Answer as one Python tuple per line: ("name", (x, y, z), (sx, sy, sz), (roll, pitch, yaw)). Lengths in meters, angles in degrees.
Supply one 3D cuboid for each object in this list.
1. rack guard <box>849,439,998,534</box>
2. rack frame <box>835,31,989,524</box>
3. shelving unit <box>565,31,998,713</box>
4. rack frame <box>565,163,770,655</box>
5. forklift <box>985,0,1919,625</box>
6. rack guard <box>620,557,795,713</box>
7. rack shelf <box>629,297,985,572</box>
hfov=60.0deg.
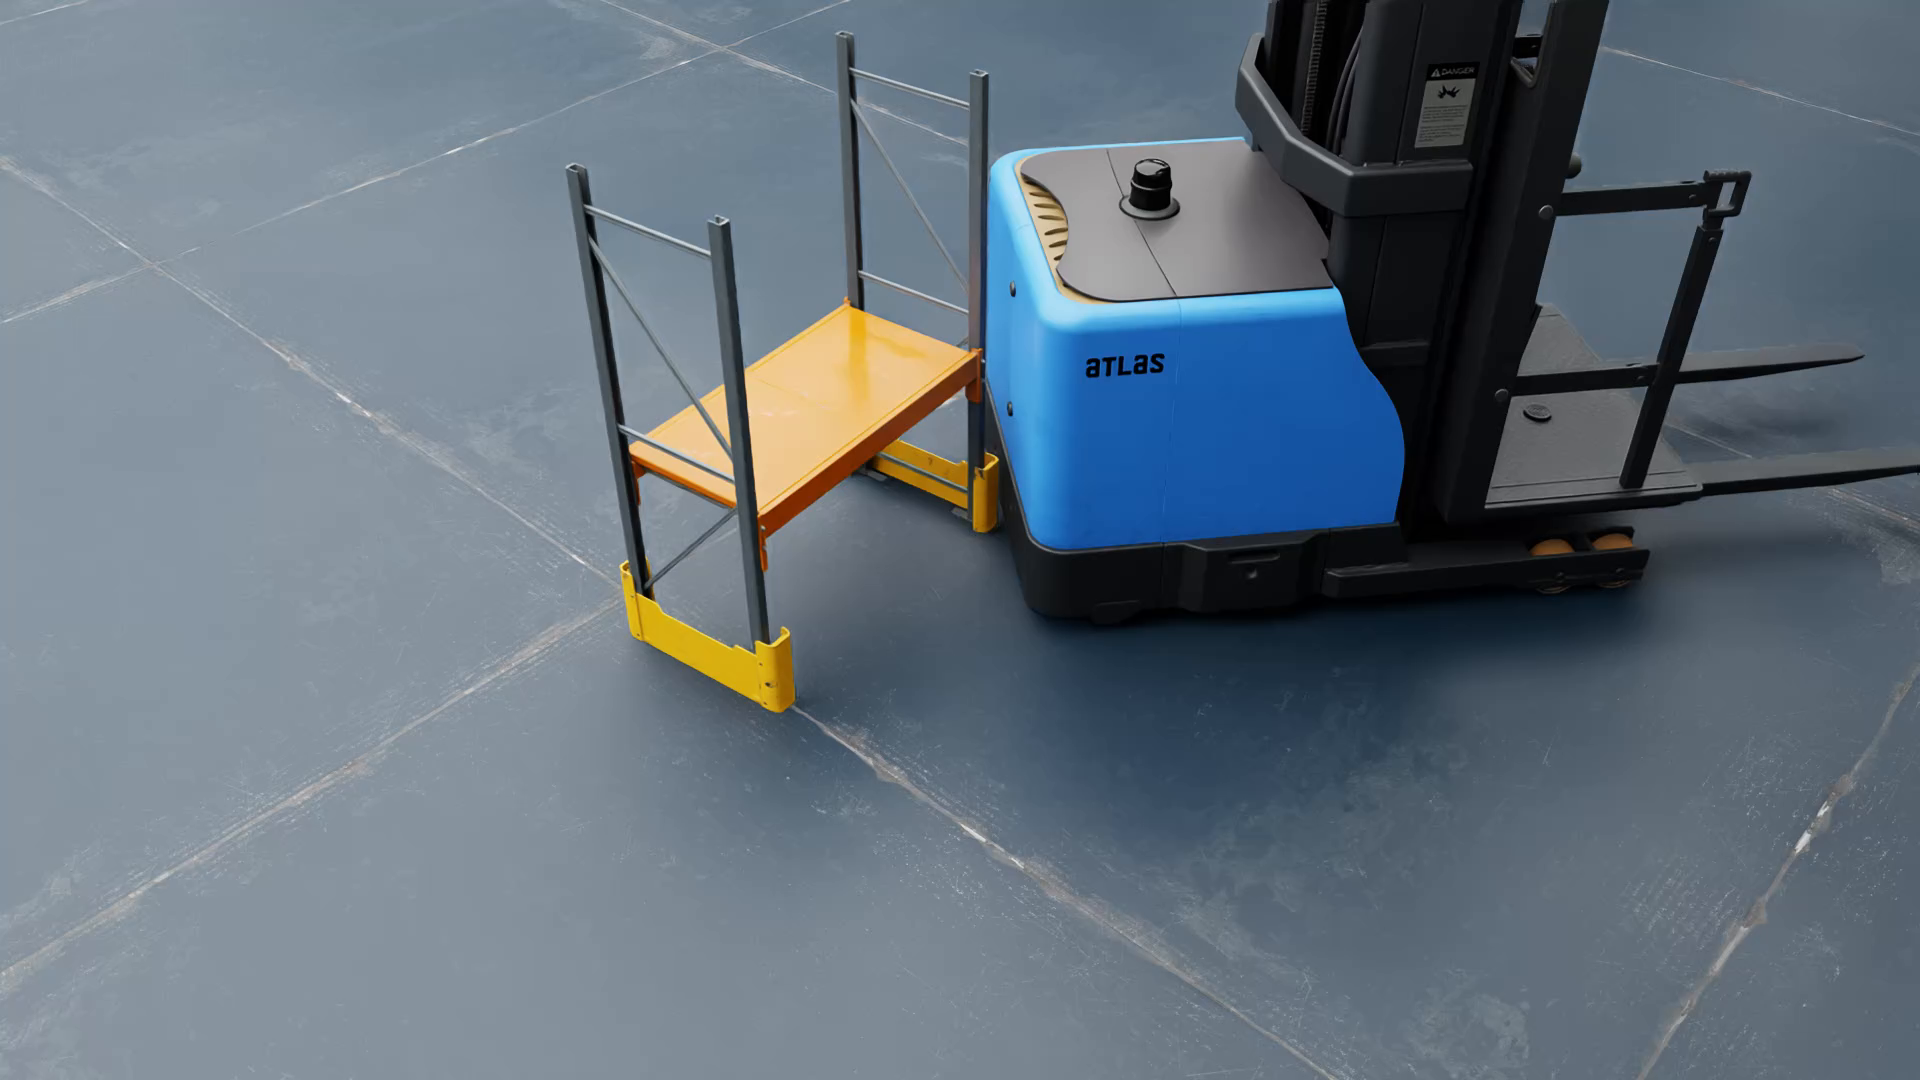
("rack guard", (-0.136, -0.240, 5.351), (0.587, 0.250, 0.087), (24, 44, 27))
("rack frame", (-0.135, -0.730, 4.963), (0.500, 1.500, 0.032), (24, 44, 27))
("shelving unit", (-0.427, -0.478, 4.646), (0.587, 1.500, 1.083), (24, 44, 27))
("rack frame", (-0.729, -0.217, 4.317), (0.500, 1.500, 0.032), (24, 44, 27))
("forklift", (1.636, -1.307, 4.539), (3.031, 2.935, 1.130), (-5, 39, -6))
("rack guard", (-0.718, 0.263, 4.719), (0.587, 0.250, 0.087), (24, 44, 27))
("rack shelf", (-0.432, -0.333, 4.752), (0.538, 0.185, 1.000), (24, 44, 27))
